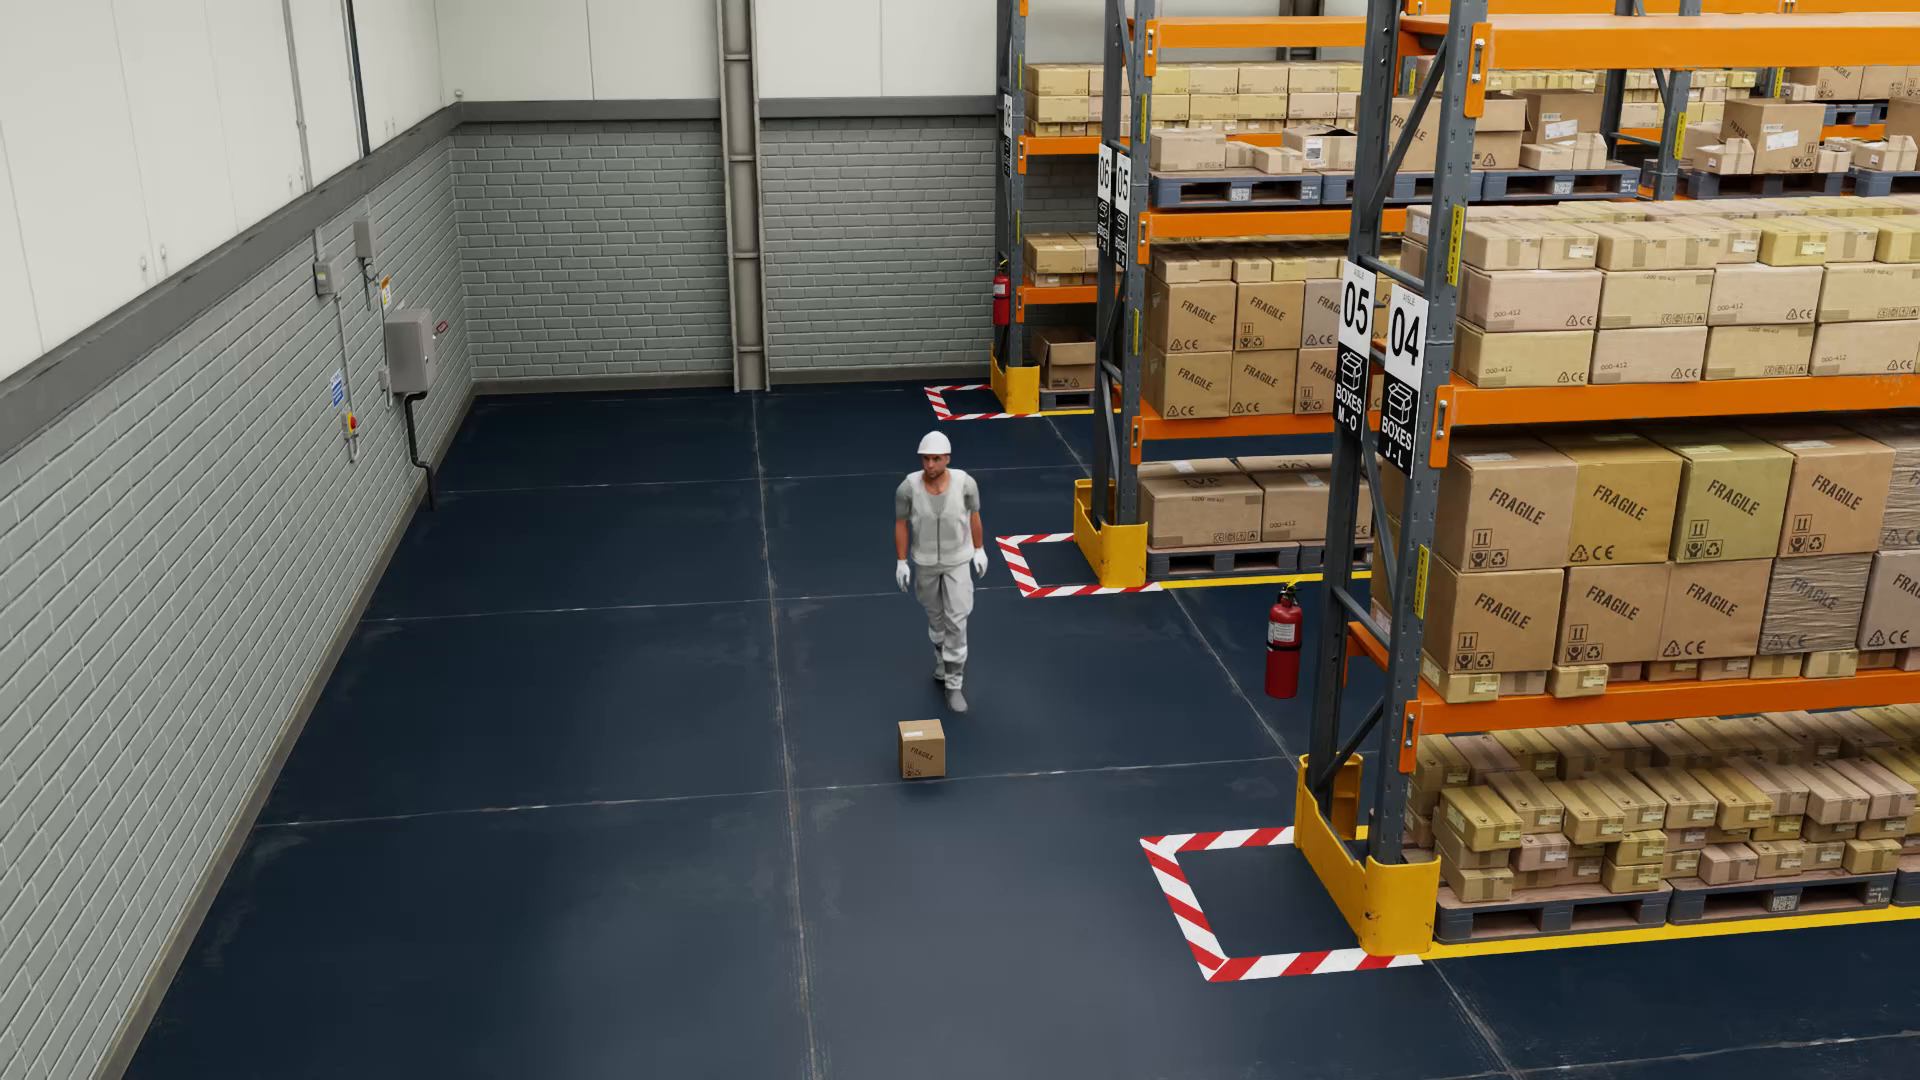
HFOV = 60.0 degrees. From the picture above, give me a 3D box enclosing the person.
[{"bbox_3d":[-0.125,0.156,10.614,0.578,1.795,0.698,2,20,6],"label":"person"}]
